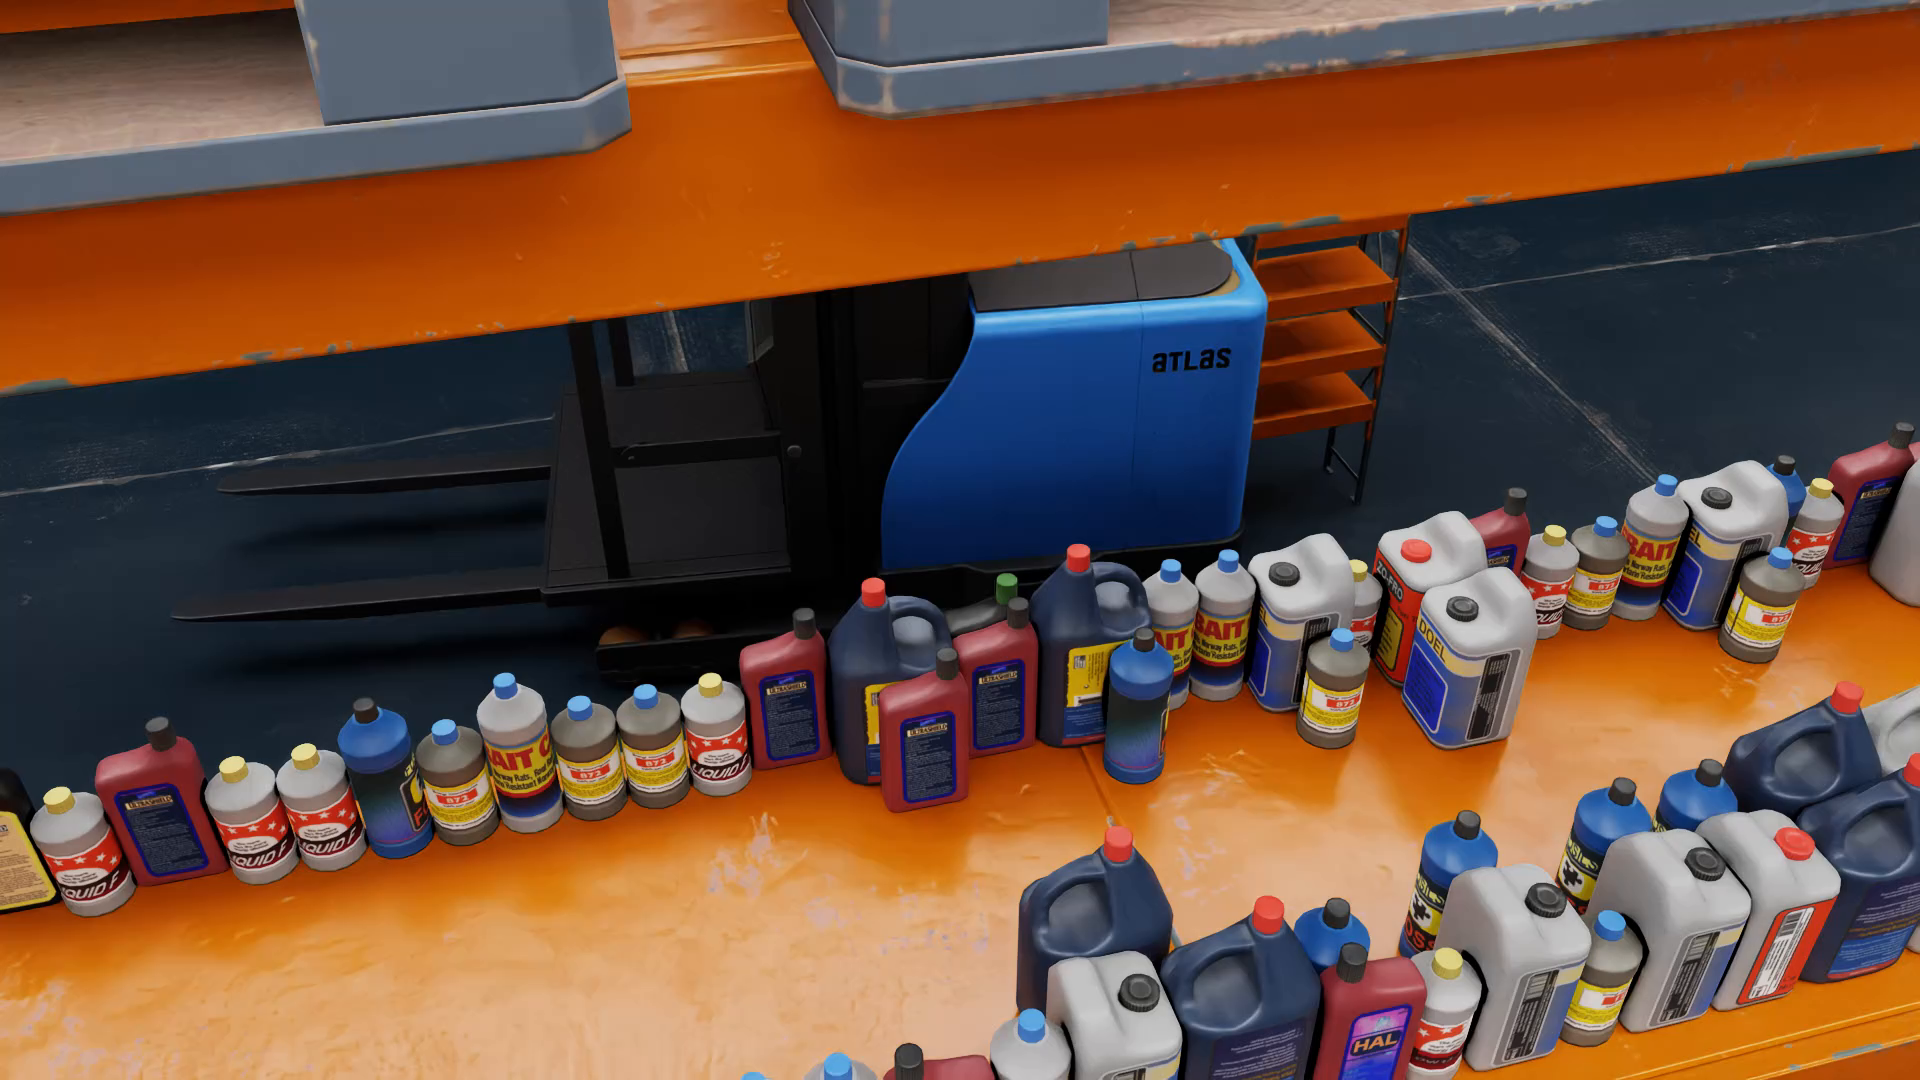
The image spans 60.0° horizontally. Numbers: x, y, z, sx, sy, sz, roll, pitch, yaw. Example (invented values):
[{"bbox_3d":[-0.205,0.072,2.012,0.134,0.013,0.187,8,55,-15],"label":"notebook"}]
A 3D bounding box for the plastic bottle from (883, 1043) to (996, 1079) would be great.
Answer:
[{"bbox_3d":[-0.023,0.690,1.976,0.133,0.283,0.061,-9,38,-12],"label":"plastic bottle"}]

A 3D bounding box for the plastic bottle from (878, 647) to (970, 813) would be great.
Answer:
[{"bbox_3d":[-0.054,0.285,2.505,0.133,0.283,0.061,-9,38,-12],"label":"plastic bottle"}]

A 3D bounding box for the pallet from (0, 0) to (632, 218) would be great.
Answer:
[{"bbox_3d":[-0.888,-0.502,1.124,1.213,0.211,1.003,-9,38,-12],"label":"pallet"}]

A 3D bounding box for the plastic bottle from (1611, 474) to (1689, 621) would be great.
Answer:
[{"bbox_3d":[1.191,0.006,2.879,0.097,0.271,0.097,0,37,0],"label":"plastic bottle"}]

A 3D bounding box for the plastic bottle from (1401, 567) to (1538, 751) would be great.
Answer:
[{"bbox_3d":[0.809,0.180,2.648,0.135,0.276,0.152,-9,38,-12],"label":"plastic bottle"}]

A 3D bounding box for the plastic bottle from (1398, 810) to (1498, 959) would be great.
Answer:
[{"bbox_3d":[0.669,0.474,2.268,0.097,0.271,0.097,0,37,0],"label":"plastic bottle"}]

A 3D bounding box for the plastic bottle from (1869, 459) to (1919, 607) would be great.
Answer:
[{"bbox_3d":[1.746,-0.063,2.905,0.185,0.351,0.144,-9,38,-12],"label":"plastic bottle"}]

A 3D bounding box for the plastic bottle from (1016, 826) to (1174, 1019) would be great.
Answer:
[{"bbox_3d":[0.174,0.509,2.157,0.185,0.351,0.144,-9,38,-12],"label":"plastic bottle"}]

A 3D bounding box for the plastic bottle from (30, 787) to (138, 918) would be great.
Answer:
[{"bbox_3d":[-1.257,0.436,2.375,0.097,0.201,0.097,0,37,0],"label":"plastic bottle"}]

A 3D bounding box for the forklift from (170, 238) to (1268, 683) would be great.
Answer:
[{"bbox_3d":[-0.736,-1.102,4.278,3.031,2.935,1.130,-5,38,-6],"label":"forklift"}]

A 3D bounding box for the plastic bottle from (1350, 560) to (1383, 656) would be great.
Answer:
[{"bbox_3d":[0.650,0.123,2.784,0.097,0.201,0.097,0,37,0],"label":"plastic bottle"}]

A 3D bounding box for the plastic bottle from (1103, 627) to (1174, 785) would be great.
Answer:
[{"bbox_3d":[0.276,0.247,2.564,0.097,0.271,0.097,0,37,0],"label":"plastic bottle"}]

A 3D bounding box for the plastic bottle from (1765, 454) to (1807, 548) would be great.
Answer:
[{"bbox_3d":[1.415,-0.031,2.927,0.097,0.271,0.097,0,37,0],"label":"plastic bottle"}]

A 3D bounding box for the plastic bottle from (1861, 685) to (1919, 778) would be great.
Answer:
[{"bbox_3d":[1.370,0.318,2.407,0.185,0.351,0.144,-9,38,-12],"label":"plastic bottle"}]

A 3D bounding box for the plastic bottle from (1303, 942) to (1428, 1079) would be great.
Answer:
[{"bbox_3d":[0.508,0.603,2.090,0.133,0.283,0.061,-9,38,-12],"label":"plastic bottle"}]

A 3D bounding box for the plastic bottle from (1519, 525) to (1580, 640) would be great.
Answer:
[{"bbox_3d":[1.003,0.065,2.860,0.097,0.201,0.097,0,37,0],"label":"plastic bottle"}]

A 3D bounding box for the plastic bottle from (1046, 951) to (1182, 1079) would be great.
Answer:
[{"bbox_3d":[0.189,0.629,2.061,0.135,0.276,0.152,-9,38,-12],"label":"plastic bottle"}]

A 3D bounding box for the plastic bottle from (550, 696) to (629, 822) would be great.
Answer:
[{"bbox_3d":[-0.564,0.322,2.524,0.097,0.201,0.097,0,37,0],"label":"plastic bottle"}]

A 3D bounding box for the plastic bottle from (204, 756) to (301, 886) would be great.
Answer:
[{"bbox_3d":[-1.034,0.399,2.423,0.097,0.201,0.097,0,37,0],"label":"plastic bottle"}]

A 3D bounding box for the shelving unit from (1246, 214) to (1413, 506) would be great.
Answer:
[{"bbox_3d":[1.025,-0.615,5.066,0.503,1.200,0.258,-10,39,-13],"label":"shelving unit"}]

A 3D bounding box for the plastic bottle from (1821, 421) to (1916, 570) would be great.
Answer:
[{"bbox_3d":[1.615,-0.080,2.981,0.133,0.283,0.061,-9,38,-12],"label":"plastic bottle"}]

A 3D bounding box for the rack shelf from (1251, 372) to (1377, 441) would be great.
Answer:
[{"bbox_3d":[1.025,-0.403,5.227,0.480,0.148,0.258,-10,39,-13],"label":"rack shelf"}]

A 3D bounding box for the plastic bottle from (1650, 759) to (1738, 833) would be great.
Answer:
[{"bbox_3d":[1.023,0.416,2.344,0.097,0.271,0.097,0,37,0],"label":"plastic bottle"}]

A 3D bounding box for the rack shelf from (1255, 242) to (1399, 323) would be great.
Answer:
[{"bbox_3d":[1.025,-0.739,4.971,0.480,0.148,0.258,-10,39,-13],"label":"rack shelf"}]

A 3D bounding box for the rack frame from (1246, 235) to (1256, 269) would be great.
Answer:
[{"bbox_3d":[0.791,-0.572,5.010,0.015,1.200,0.240,-10,39,-13],"label":"rack frame"}]

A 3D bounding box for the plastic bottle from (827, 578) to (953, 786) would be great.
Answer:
[{"bbox_3d":[-0.105,0.202,2.558,0.185,0.351,0.144,-9,38,-12],"label":"plastic bottle"}]

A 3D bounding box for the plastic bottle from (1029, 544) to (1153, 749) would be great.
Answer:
[{"bbox_3d":[0.202,0.152,2.624,0.185,0.351,0.144,-9,38,-12],"label":"plastic bottle"}]

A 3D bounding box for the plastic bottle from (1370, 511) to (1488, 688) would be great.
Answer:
[{"bbox_3d":[0.769,0.091,2.765,0.135,0.276,0.152,-9,38,-12],"label":"plastic bottle"}]

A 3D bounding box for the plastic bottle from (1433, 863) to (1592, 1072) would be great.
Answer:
[{"bbox_3d":[0.720,0.542,2.175,0.135,0.276,0.152,-9,38,-12],"label":"plastic bottle"}]

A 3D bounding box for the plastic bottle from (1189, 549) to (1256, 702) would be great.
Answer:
[{"bbox_3d":[0.426,0.132,2.715,0.097,0.271,0.097,0,37,0],"label":"plastic bottle"}]

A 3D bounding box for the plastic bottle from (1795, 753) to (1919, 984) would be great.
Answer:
[{"bbox_3d":[1.229,0.431,2.258,0.185,0.351,0.144,-9,38,-12],"label":"plastic bottle"}]

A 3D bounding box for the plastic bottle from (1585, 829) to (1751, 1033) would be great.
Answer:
[{"bbox_3d":[0.944,0.505,2.223,0.135,0.276,0.152,-9,38,-12],"label":"plastic bottle"}]

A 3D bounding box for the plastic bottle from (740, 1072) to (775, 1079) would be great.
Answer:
[{"bbox_3d":[-0.233,0.717,1.949,0.097,0.271,0.097,0,37,0],"label":"plastic bottle"}]

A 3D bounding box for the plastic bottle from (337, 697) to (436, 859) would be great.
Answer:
[{"bbox_3d":[-0.846,0.340,2.442,0.097,0.271,0.097,0,37,0],"label":"plastic bottle"}]

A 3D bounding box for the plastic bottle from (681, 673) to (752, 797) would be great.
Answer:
[{"bbox_3d":[-0.376,0.291,2.564,0.097,0.201,0.097,0,37,0],"label":"plastic bottle"}]
